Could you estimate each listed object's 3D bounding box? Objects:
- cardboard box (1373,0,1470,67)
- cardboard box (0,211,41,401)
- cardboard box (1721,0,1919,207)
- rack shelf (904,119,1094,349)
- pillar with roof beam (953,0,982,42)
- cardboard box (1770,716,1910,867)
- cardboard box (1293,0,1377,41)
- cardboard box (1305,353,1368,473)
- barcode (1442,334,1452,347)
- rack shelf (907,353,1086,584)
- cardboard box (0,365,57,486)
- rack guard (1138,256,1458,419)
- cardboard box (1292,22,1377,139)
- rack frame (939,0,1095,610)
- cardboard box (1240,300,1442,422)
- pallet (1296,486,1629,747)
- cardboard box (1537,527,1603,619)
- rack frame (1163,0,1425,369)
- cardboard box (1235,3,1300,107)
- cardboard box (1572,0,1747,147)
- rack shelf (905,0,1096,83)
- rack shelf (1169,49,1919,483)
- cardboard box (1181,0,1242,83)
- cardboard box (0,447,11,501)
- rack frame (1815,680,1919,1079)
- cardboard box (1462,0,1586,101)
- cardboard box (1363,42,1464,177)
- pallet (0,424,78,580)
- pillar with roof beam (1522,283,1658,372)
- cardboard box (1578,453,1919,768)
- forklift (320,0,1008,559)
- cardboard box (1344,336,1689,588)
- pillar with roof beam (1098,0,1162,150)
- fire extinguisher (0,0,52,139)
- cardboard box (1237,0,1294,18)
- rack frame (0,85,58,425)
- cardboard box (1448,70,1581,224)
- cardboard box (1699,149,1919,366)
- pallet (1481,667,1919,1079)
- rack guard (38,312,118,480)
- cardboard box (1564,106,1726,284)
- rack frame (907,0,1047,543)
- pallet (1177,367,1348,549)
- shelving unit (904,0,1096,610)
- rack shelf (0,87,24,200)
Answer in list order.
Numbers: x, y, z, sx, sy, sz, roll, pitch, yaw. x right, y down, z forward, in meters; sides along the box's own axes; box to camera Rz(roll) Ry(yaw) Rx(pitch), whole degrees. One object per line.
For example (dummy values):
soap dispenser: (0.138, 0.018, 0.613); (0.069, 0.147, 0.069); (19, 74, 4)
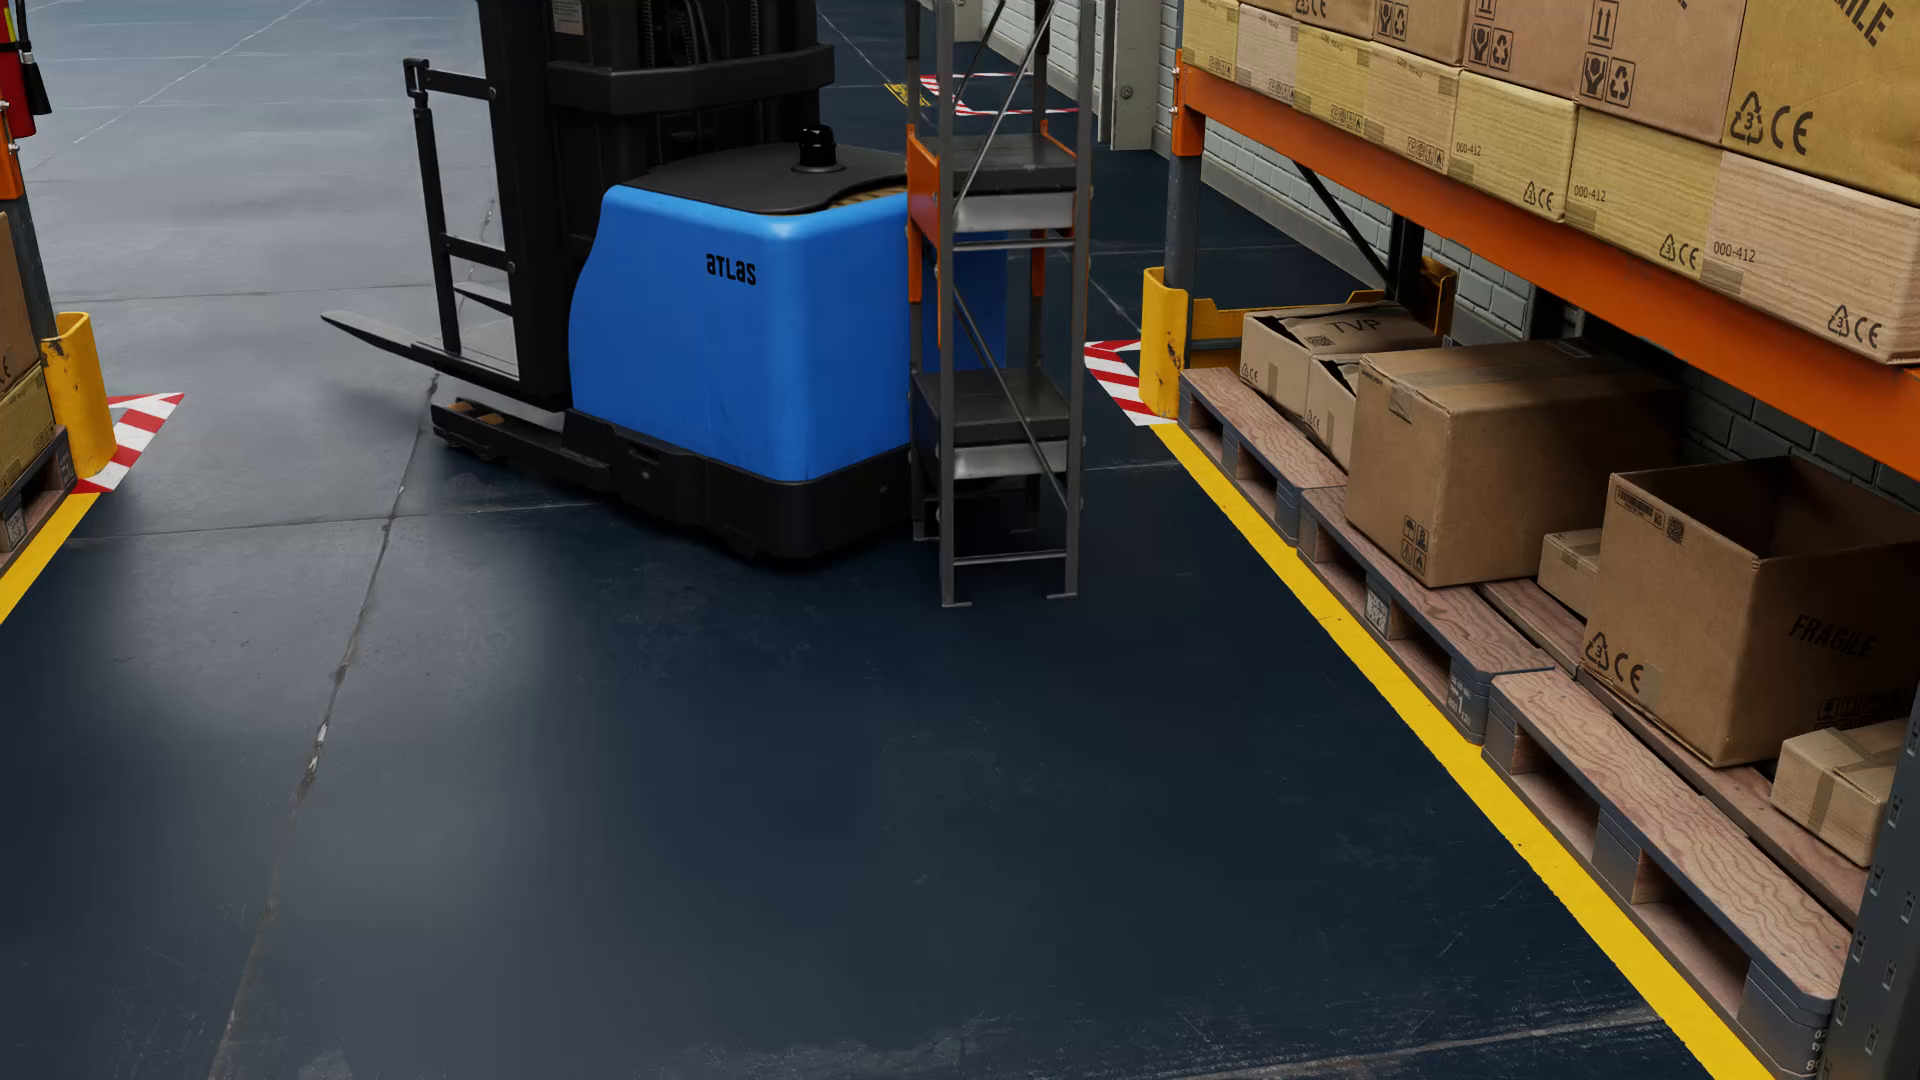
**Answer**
cardboard box: (1.355, -1.442, 4.030); (0.500, 0.500, 0.500); (-4, 24, -8)
cardboard box: (-3.192, -0.688, 5.051); (0.500, 0.500, 0.500); (-4, 24, -10)
cardboard box: (1.633, -0.843, 2.657); (0.500, 0.500, 0.500); (-4, 24, -10)
rack shelf: (0.096, -0.863, 4.636); (0.431, 0.518, 0.480); (-5, 24, -10)
pillar with roof beam: (-4.186, -8.908, 14.404); (9.100, 9.000, 0.400); (-4, 24, -10)
cardboard box: (1.896, 0.493, 3.364); (0.380, 0.166, 0.250); (-8, 25, -17)
cardboard box: (1.248, -1.644, 4.492); (0.500, 0.500, 0.500); (-5, 24, -11)
cardboard box: (1.429, -0.435, 5.309); (0.500, 0.311, 0.500); (-2, 24, -5)
barcode: (1.720, -0.686, 5.872); (0.001, 0.075, 0.075); (-4, 24, -10)
rack shelf: (0.096, -0.221, 4.916); (0.431, 0.518, 0.480); (-5, 24, -10)
cardboard box: (-3.194, -0.344, 5.201); (0.500, 0.250, 0.500); (-4, 24, -10)
rack guard: (1.298, -0.794, 6.442); (1.175, 0.500, 0.348); (-4, 24, -10)
cardboard box: (1.261, -1.290, 4.618); (0.500, 0.250, 0.500); (-5, 24, -11)
rack frame: (0.144, -0.780, 4.412); (0.400, 2.100, 0.015); (-5, 24, -10)
cardboard box: (1.324, -0.660, 5.822); (0.500, 0.311, 0.500); (-7, 25, -16)
pallet: (1.636, 0.140, 4.666); (1.003, 0.211, 1.213); (-4, 24, -10)
cardboard box: (1.748, 0.079, 4.335); (0.380, 0.149, 0.250); (-6, 24, -14)
rack frame: (1.284, -1.969, 6.011); (1.000, 3.000, 0.127); (-4, 24, -10)
cardboard box: (1.173, -1.491, 5.078); (0.500, 0.250, 0.500); (-5, 24, -11)
cardboard box: (1.535, -1.039, 3.106); (0.500, 0.500, 0.500); (-4, 24, -10)
rack shelf: (0.096, -1.504, 4.356); (0.431, 0.518, 0.480); (-5, 24, -10)
rack shelf: (1.654, -0.853, 4.353); (1.077, 0.370, 4.000); (-4, 24, -10)
cardboard box: (1.063, -1.694, 5.543); (0.500, 0.250, 0.500); (-5, 24, -11)
cardboard box: (-3.089, -0.148, 4.753); (0.500, 0.250, 0.500); (-4, 24, -10)
rack frame: (2.021, -0.395, 2.408); (0.949, 2.616, 0.053); (-4, 24, -10)
cardboard box: (1.452, -1.238, 3.561); (0.500, 0.500, 0.500); (-5, 24, -11)
cardboard box: (1.352, -1.091, 4.163); (0.500, 0.250, 0.500); (-4, 24, -9)
pallet: (-3.401, -0.025, 5.044); (1.003, 0.211, 1.213); (-4, 24, -10)
pillar with roof beam: (-1.967, -4.188, 3.597); (9.100, 9.000, 0.400); (-4, 24, -10)
cardboard box: (1.793, 0.143, 3.748); (0.500, 0.500, 0.500); (-6, 24, -14)
forklift: (-1.269, -1.762, 5.623); (3.031, 2.935, 1.130); (20, 30, 37)
cardboard box: (1.516, -0.230, 4.602); (0.700, 0.500, 0.500); (-6, 24, -13)
pillar with roof beam: (-3.076, -6.548, 9.000); (9.100, 9.000, 0.400); (-4, 24, -10)
fire extinguisher: (-3.149, -1.646, 5.368); (0.296, 0.674, 0.183); (-4, 24, -10)
cardboard box: (1.159, -1.848, 4.959); (0.500, 0.500, 0.500); (-4, 24, -10)
rack frame: (-3.583, -1.601, 5.168); (1.000, 3.000, 0.127); (-4, 24, -10)
cardboard box: (1.446, -0.893, 3.710); (0.500, 0.250, 0.500); (-4, 24, -10)
cardboard box: (1.639, -0.500, 2.809); (0.500, 0.250, 0.500); (-4, 24, -10)
pallet: (1.865, 0.621, 3.565); (1.003, 0.211, 1.213); (-4, 24, -10)
rack guard: (-3.588, -0.465, 5.690); (1.175, 0.500, 0.348); (-4, 24, -10)
cardboard box: (1.555, -0.697, 3.260); (0.500, 0.250, 0.500); (-4, 24, -10)
rack frame: (0.049, -0.971, 4.850); (0.400, 2.100, 0.015); (-5, 24, -10)
pallet: (1.414, -0.339, 5.763); (1.003, 0.211, 1.213); (-4, 24, -10)
shelving unit: (0.096, -0.875, 4.631); (0.431, 2.100, 0.503); (-5, 24, -10)
rack shelf: (-3.213, -0.485, 3.511); (1.077, 0.370, 4.000); (-4, 24, -10)
